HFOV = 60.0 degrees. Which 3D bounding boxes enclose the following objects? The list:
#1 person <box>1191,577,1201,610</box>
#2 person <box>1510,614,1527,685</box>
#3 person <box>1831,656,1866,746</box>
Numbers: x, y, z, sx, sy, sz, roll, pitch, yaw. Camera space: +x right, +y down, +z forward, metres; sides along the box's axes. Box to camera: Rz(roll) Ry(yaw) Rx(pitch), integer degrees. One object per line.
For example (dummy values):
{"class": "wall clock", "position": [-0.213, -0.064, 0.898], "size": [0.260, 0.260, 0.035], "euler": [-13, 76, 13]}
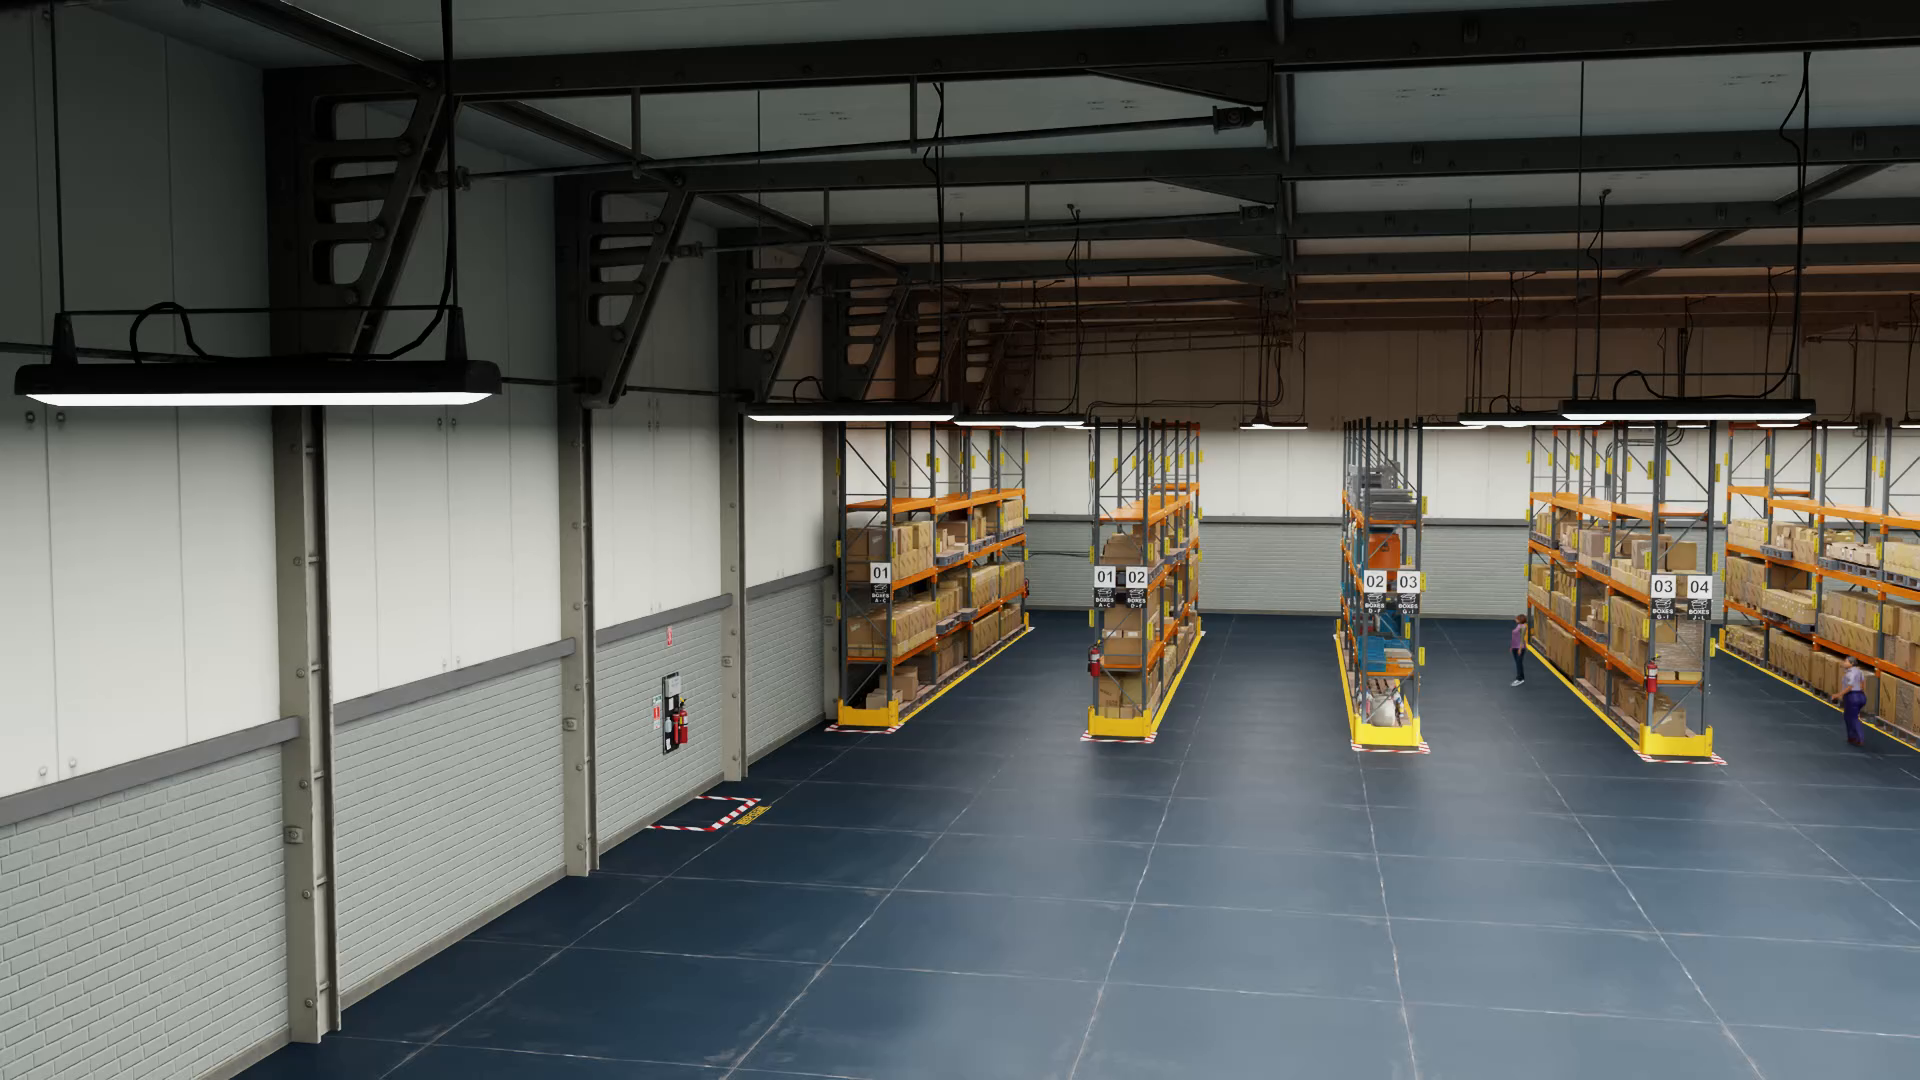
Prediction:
{"class": "person", "position": [6.914, 1.626, 49.778], "size": [0.602, 1.770, 0.539], "euler": [0, 4, -1]}
{"class": "person", "position": [12.687, 2.486, 37.782], "size": [0.484, 1.616, 0.431], "euler": [-1, 4, -19]}
{"class": "person", "position": [16.400, 2.983, 30.485], "size": [0.601, 1.711, 0.566], "euler": [-2, 4, -24]}
